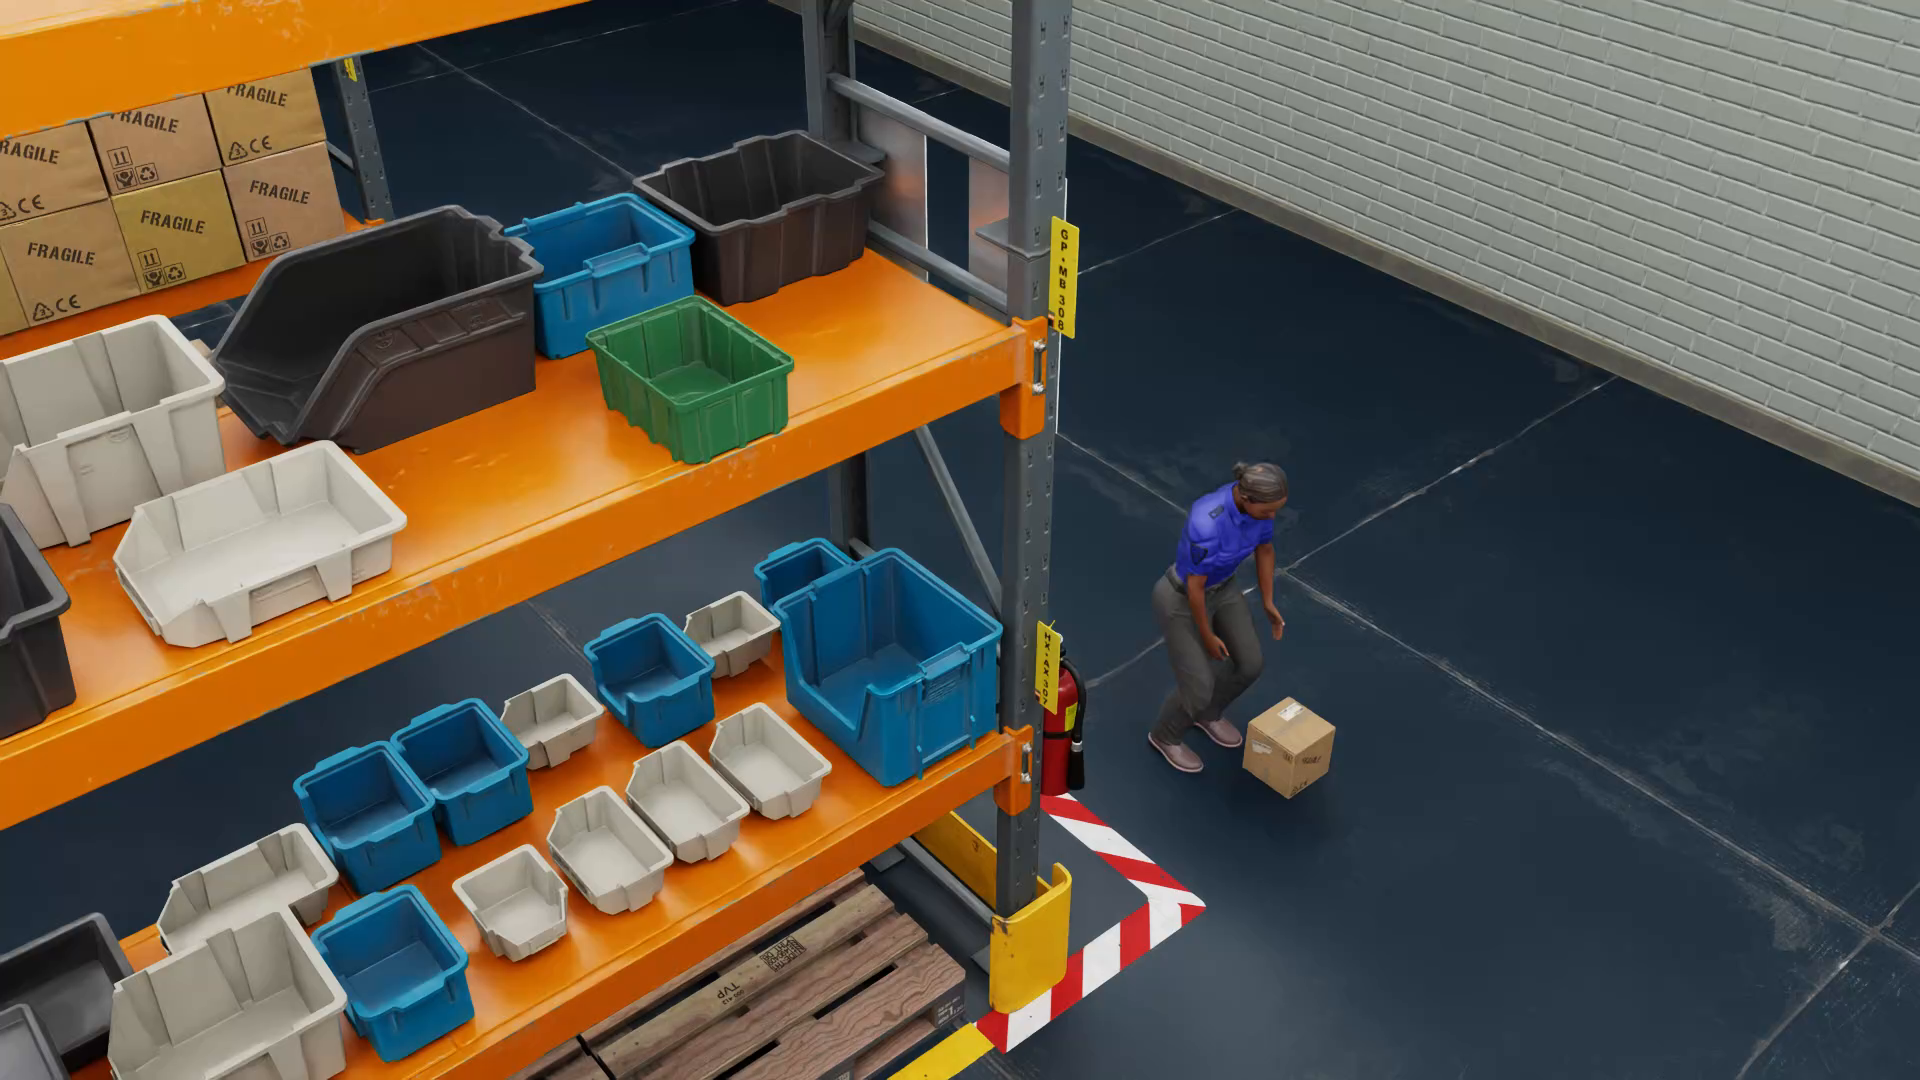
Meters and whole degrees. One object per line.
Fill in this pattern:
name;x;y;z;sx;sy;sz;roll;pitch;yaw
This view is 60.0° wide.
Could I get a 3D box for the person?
person;1.065;0.271;6.832;0.480;1.526;0.492;-26;43;-31
